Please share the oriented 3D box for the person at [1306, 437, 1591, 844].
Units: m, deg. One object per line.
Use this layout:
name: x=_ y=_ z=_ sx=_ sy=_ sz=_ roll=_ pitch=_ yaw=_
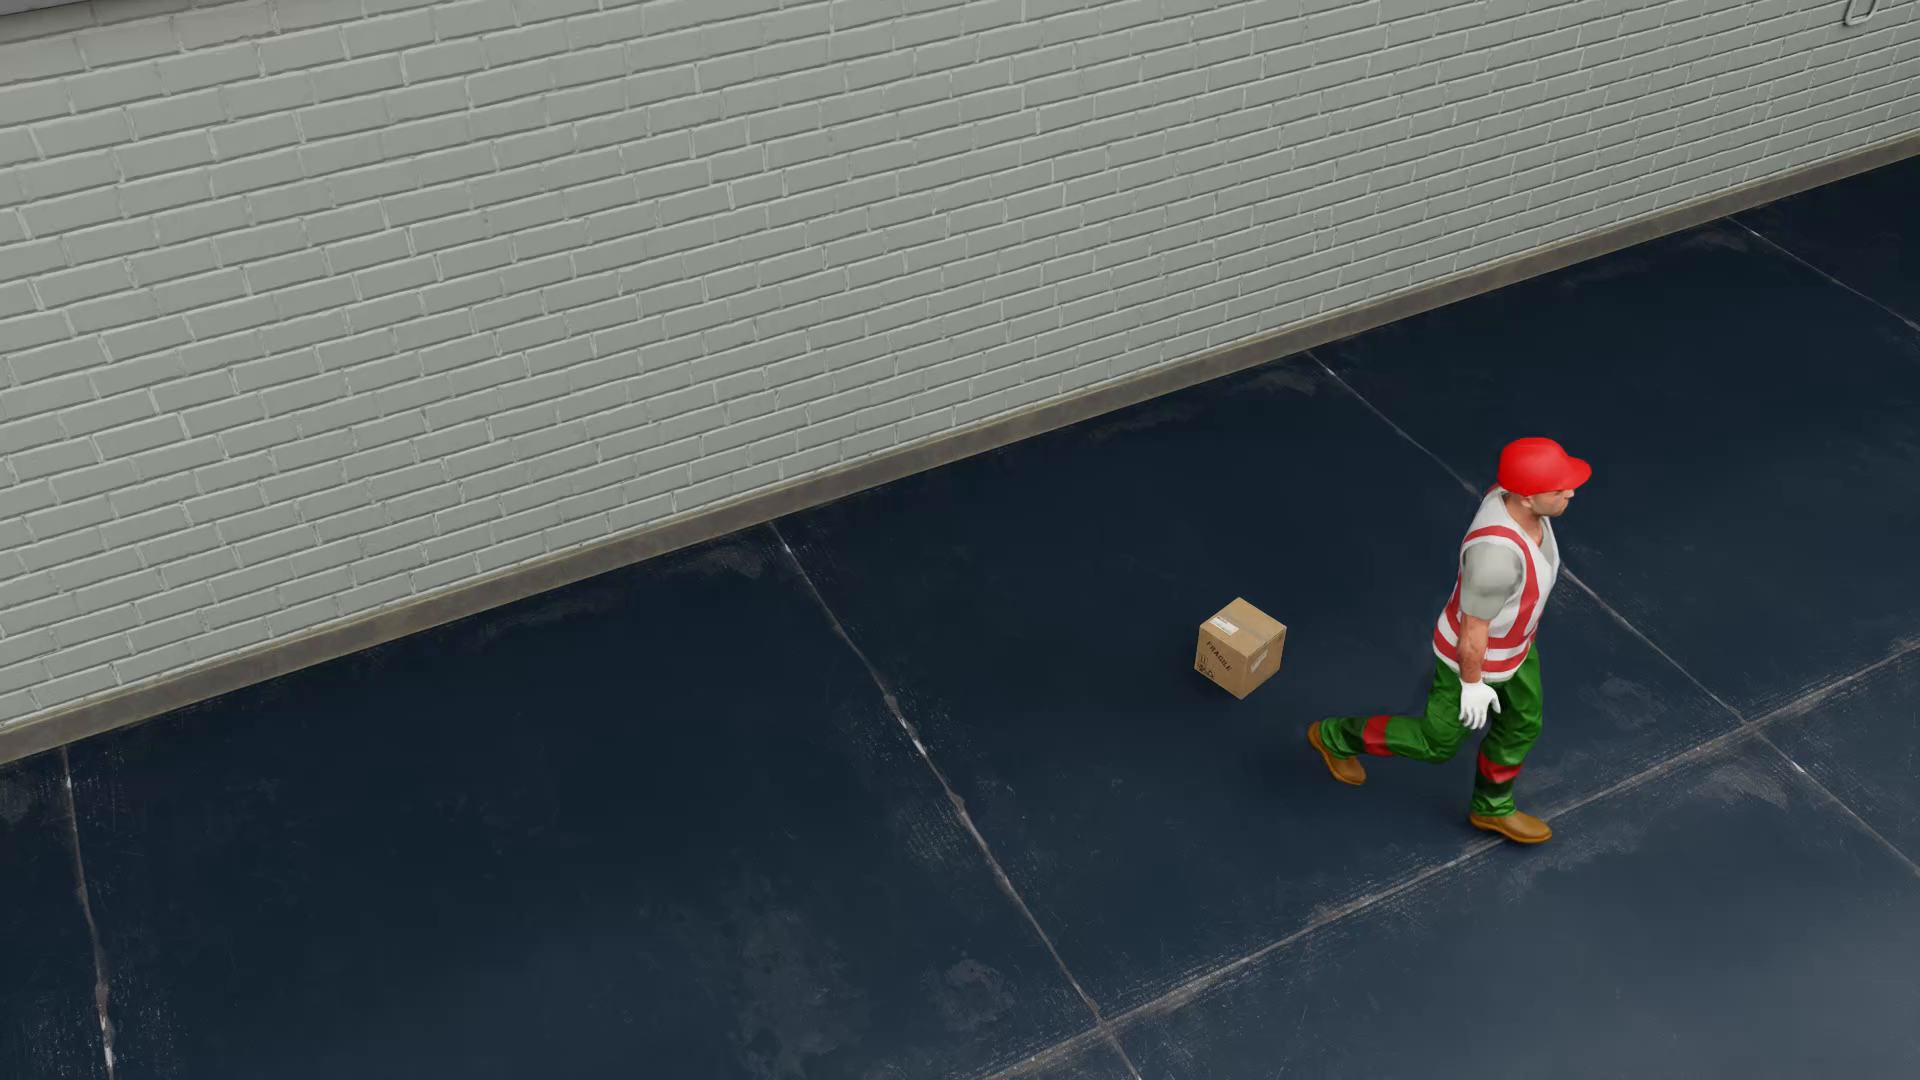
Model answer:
person: x=1.755 y=0.344 z=5.738 sx=0.929 sy=1.762 sz=0.535 roll=23 pitch=46 yaw=24
